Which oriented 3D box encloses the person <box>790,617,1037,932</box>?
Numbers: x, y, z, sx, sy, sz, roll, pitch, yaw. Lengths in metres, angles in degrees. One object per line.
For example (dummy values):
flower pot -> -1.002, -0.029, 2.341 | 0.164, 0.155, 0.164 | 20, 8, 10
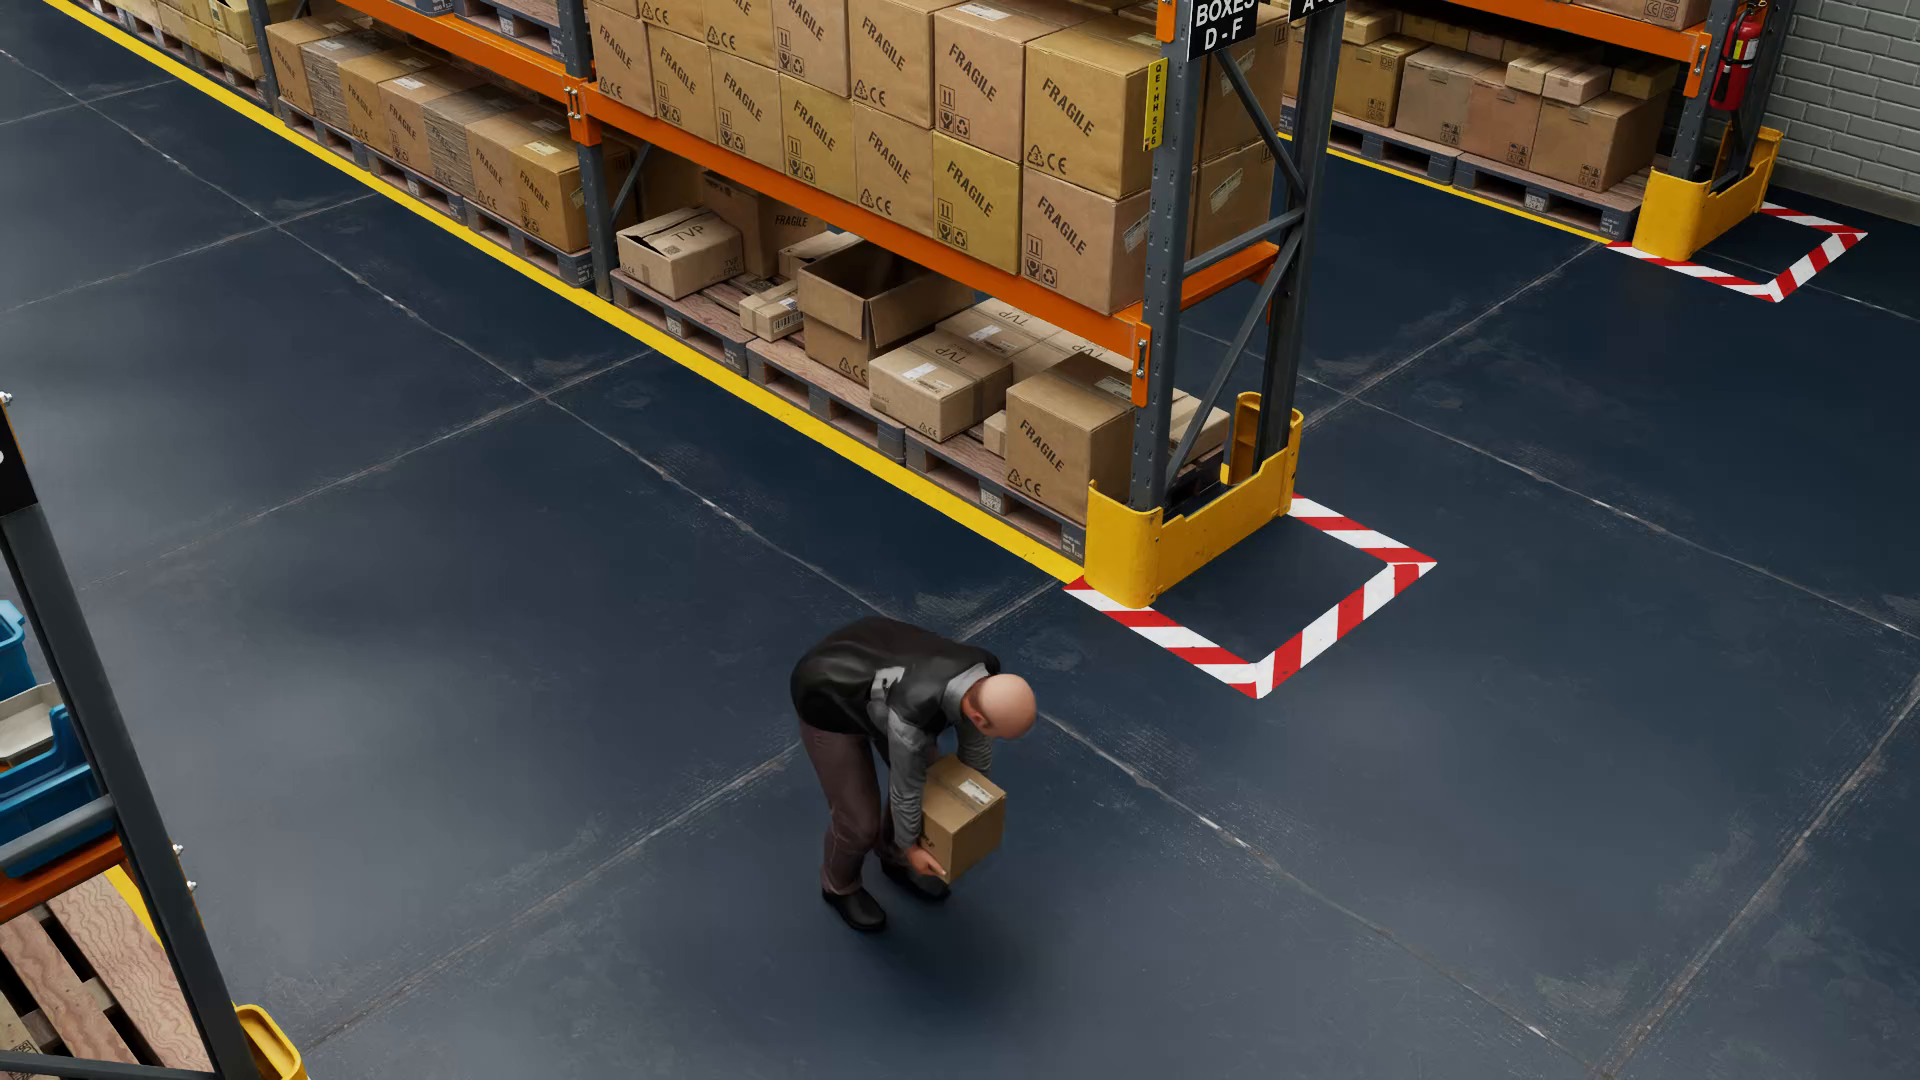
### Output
person -> -0.129, 0.794, 5.428 | 0.916, 1.281, 0.462 | 29, 44, 34
